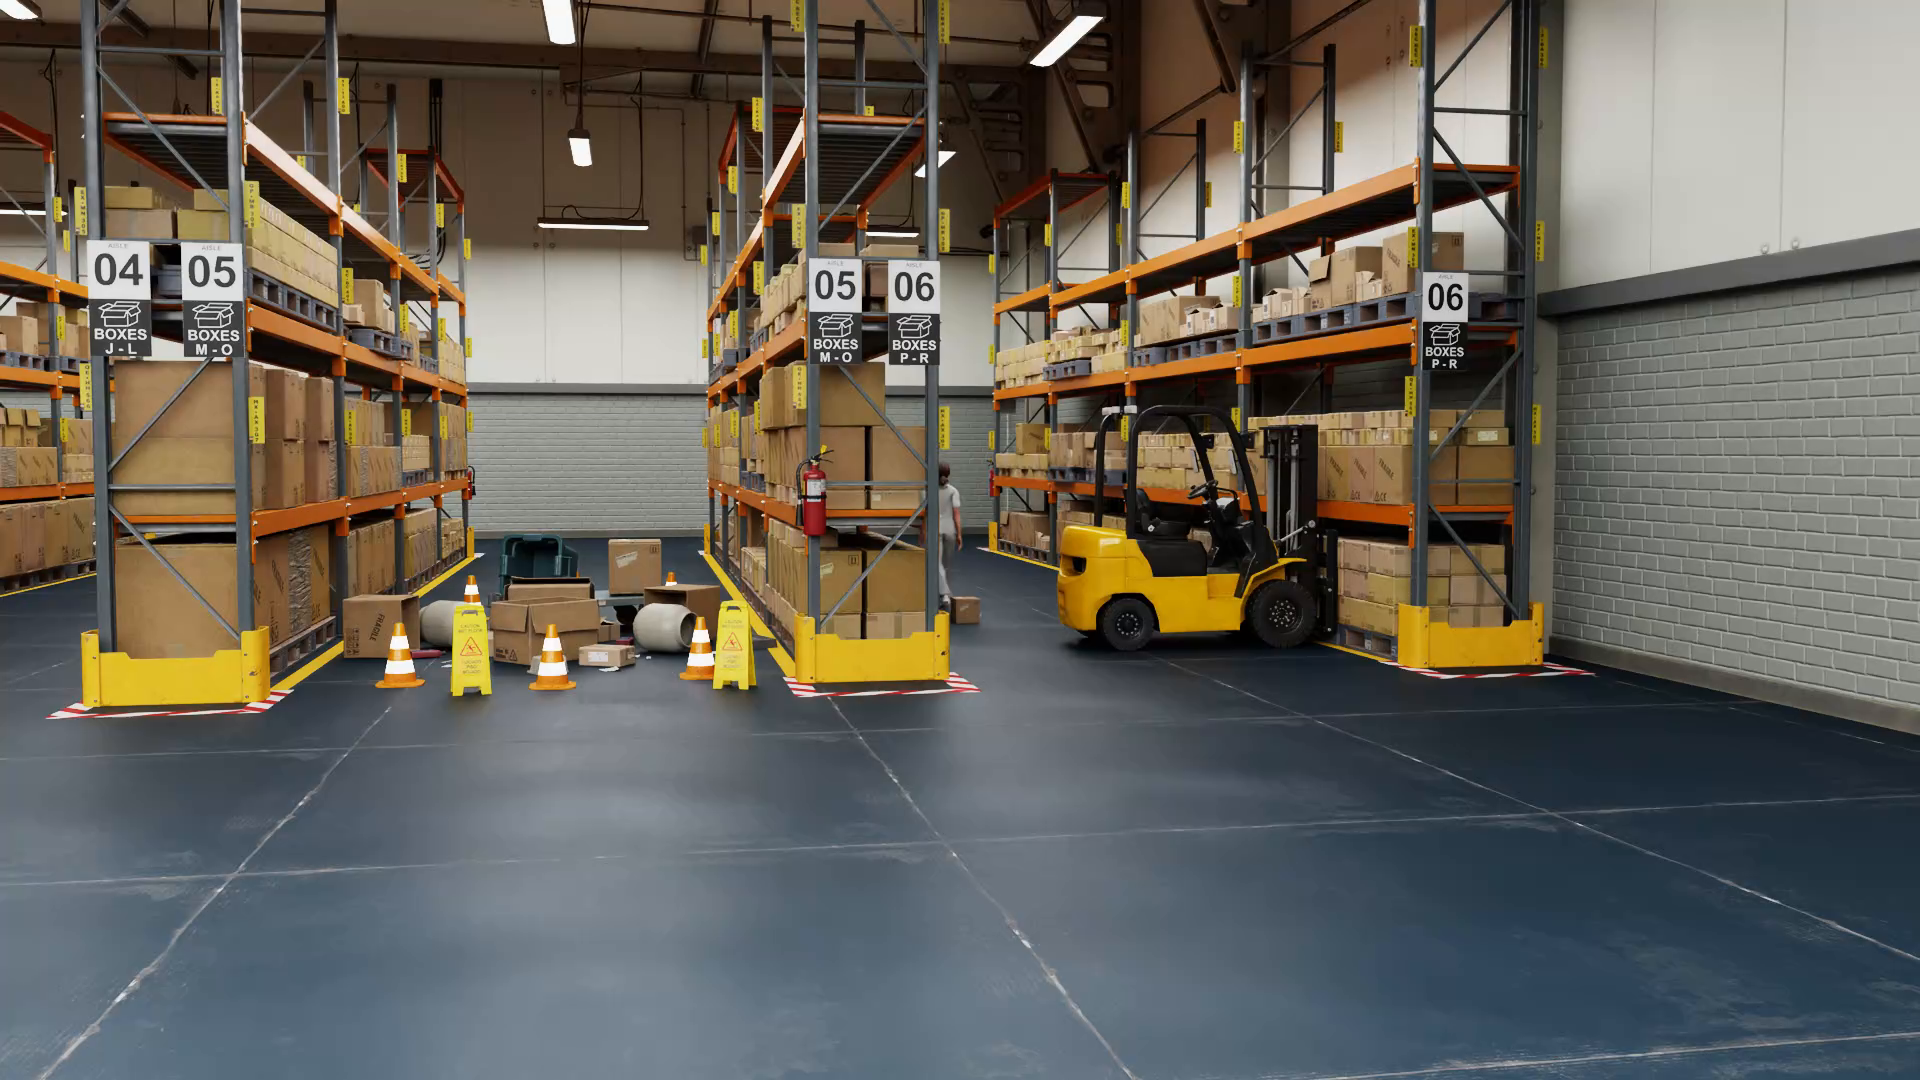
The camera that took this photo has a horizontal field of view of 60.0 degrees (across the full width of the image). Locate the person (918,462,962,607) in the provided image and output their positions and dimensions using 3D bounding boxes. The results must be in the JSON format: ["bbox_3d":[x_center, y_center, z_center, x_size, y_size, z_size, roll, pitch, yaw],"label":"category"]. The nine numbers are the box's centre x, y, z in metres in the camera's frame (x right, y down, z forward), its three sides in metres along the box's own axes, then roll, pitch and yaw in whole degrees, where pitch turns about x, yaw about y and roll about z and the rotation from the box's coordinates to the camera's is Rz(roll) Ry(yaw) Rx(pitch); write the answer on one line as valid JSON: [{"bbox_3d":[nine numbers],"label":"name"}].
[{"bbox_3d":[-0.219,-0.047,18.202,0.459,1.620,1.037,-1,3,-10],"label":"person"}]
